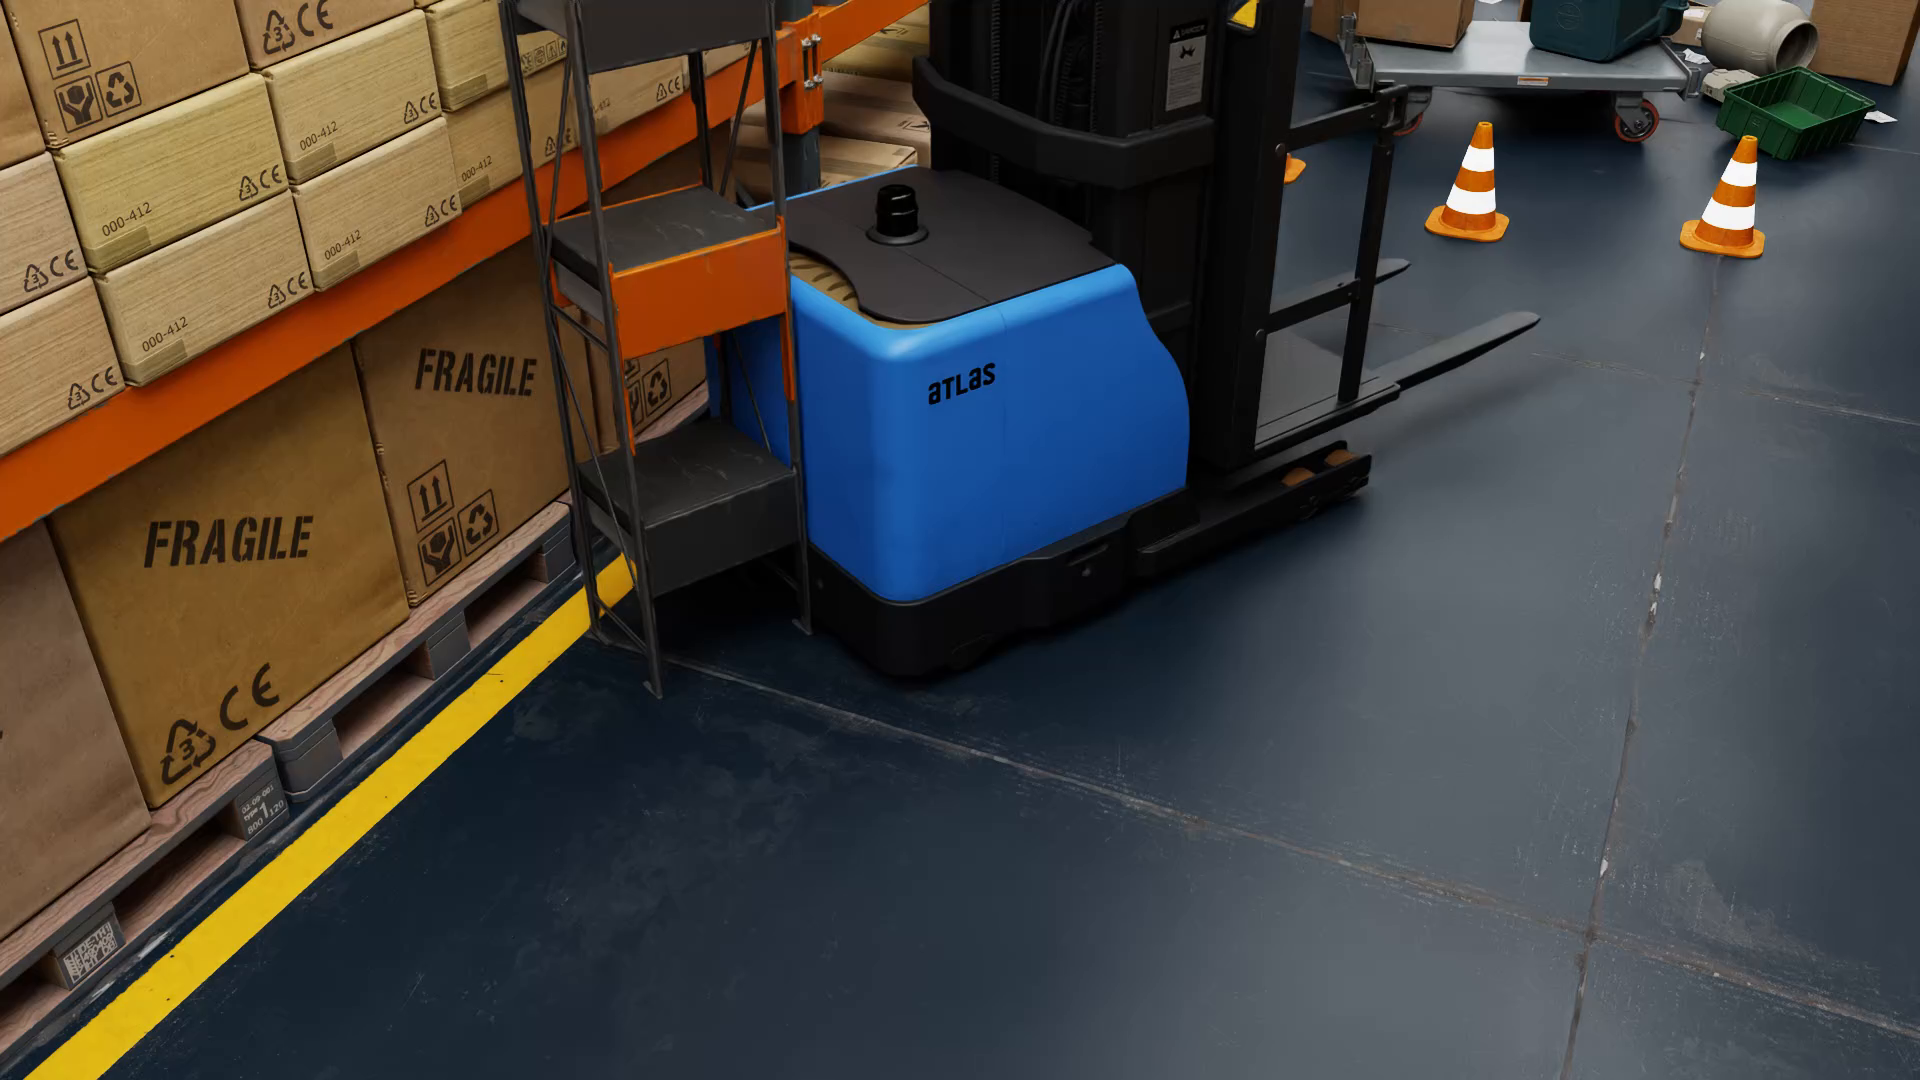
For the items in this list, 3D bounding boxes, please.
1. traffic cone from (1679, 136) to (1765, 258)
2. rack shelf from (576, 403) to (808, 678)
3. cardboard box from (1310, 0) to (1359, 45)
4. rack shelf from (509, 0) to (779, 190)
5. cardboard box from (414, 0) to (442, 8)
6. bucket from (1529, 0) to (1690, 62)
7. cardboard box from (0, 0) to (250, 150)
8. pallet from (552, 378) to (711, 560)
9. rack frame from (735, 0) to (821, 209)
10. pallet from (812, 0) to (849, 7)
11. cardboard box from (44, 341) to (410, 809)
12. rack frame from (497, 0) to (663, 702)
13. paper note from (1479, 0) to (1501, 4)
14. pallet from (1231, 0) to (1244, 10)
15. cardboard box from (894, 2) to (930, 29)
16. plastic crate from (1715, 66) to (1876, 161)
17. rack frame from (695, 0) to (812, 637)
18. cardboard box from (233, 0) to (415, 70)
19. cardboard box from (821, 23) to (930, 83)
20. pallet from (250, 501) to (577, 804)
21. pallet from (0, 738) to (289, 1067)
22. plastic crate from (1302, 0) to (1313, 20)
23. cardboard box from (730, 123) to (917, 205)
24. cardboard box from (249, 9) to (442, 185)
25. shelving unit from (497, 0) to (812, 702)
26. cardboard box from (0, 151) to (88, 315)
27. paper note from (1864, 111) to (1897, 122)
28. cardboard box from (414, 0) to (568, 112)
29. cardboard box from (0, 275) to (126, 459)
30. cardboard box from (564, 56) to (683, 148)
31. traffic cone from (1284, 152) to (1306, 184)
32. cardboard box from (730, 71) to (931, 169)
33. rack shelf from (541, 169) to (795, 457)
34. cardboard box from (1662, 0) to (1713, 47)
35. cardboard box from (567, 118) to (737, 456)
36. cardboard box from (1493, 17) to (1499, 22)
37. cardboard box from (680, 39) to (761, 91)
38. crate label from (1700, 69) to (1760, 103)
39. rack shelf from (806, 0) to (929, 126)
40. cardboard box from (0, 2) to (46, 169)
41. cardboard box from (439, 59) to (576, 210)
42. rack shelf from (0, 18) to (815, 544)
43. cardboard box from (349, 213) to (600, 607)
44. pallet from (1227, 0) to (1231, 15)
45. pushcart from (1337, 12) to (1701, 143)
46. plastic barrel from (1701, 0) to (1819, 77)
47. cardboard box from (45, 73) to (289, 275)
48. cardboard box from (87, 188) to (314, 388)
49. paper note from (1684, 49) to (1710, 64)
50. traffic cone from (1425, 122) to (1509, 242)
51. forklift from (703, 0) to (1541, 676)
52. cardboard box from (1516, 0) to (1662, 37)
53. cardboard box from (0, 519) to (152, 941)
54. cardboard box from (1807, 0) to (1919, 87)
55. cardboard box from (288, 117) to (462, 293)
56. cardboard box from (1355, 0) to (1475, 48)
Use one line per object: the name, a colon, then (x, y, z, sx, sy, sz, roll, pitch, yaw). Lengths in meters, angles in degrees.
traffic cone: (3.316, -1.498, 7.113, 0.336, 0.463, 0.334, 14, 36, 20)
rack shelf: (-0.750, -0.007, 4.648, 0.480, 0.518, 0.431, -23, 39, -30)
cardboard box: (2.395, -3.143, 9.585, 0.500, 0.500, 0.500, -15, 36, -21)
rack shelf: (-0.749, -1.178, 3.880, 0.480, 0.518, 0.431, -23, 39, -30)
cardboard box: (-1.363, -1.613, 3.971, 0.500, 0.500, 0.500, 14, 36, 21)
bucket: (3.212, -2.744, 8.298, 0.726, 0.611, 0.620, 29, 53, 36)
cardboard box: (-1.791, -1.103, 3.194, 0.500, 0.500, 0.500, 13, 36, 19)
pallet: (-1.361, -0.432, 5.716, 1.003, 0.211, 1.213, 14, 36, 20)
rack frame: (-0.963, -1.973, 5.524, 1.000, 3.000, 0.127, 14, 36, 20)
pallet: (-0.761, -2.273, 6.155, 1.213, 0.211, 1.003, 14, 36, 20)
cardboard box: (-2.079, -0.047, 4.141, 0.875, 0.875, 0.875, 15, 36, 22)
rack frame: (-0.944, -0.523, 4.133, 0.015, 2.100, 0.400, -23, 39, -30)
paper note: (3.305, -3.395, 10.411, 0.148, 0.019, 0.142, 29, 43, 36)
pallet: (1.469, -3.752, 10.779, 1.003, 0.211, 1.213, 14, 36, 20)
cardboard box: (0.196, -2.422, 8.221, 0.950, 0.372, 0.625, 16, 37, 23)
plastic crate: (4.132, -2.116, 8.253, 0.662, 0.188, 0.450, -21, 49, -29)
rack frame: (-0.555, -0.685, 4.380, 0.015, 2.100, 0.400, -23, 39, -30)
cardboard box: (-1.581, -1.362, 3.589, 0.500, 0.500, 0.500, 14, 36, 20)
cardboard box: (-0.094, -2.075, 7.693, 0.950, 0.372, 0.625, 15, 36, 22)
pallet: (-1.873, 0.173, 4.793, 1.003, 0.211, 1.213, 14, 36, 20)
pallet: (-2.382, 0.783, 3.863, 1.003, 0.211, 1.213, 14, 36, 20)
plastic crate: (2.112, -3.338, 10.269, 0.402, 0.080, 0.583, 3, 33, 4)
cardboard box: (-0.717, -1.329, 6.555, 0.950, 0.372, 0.625, 12, 35, 17)
cardboard box: (-1.559, -1.046, 3.790, 0.500, 0.250, 0.500, 13, 35, 19)
shelving unit: (-0.749, -0.604, 4.256, 0.503, 2.100, 0.431, -23, 39, -30)
cardboard box: (-2.004, -0.548, 3.031, 0.500, 0.250, 0.500, 15, 36, 21)
paper note: (4.708, -2.182, 8.549, 0.147, 0.020, 0.142, -9, 34, -13)
cardboard box: (-1.342, -1.304, 4.185, 0.500, 0.250, 0.500, 13, 36, 19)
cardboard box: (-1.997, -0.335, 3.162, 0.500, 0.250, 0.500, 13, 36, 19)
cardboard box: (-1.138, -1.341, 4.697, 0.500, 0.250, 0.500, 15, 36, 21)
traffic cone: (1.463, -1.966, 7.826, 0.336, 0.463, 0.334, 14, 36, 20)
cardboard box: (-0.416, -1.699, 7.118, 0.950, 0.372, 0.625, 13, 36, 20)
rack shelf: (-0.749, -0.593, 4.264, 0.480, 0.518, 0.431, -23, 39, -30)
cardboard box: (4.295, -3.016, 9.607, 0.396, 0.266, 0.258, 21, 39, 28)
cardboard box: (-1.327, -0.936, 5.496, 0.875, 0.875, 0.875, 14, 36, 20)
cardboard box: (3.001, -2.736, 9.180, 0.258, 0.266, 0.396, -9, 34, -13)
cardboard box: (-0.939, -1.599, 5.090, 0.500, 0.250, 0.500, 13, 35, 19)
crate label: (4.073, -2.384, 8.761, 0.298, 0.136, 0.250, -9, 34, -13)
rack shelf: (-0.126, -2.669, 7.241, 1.077, 0.370, 4.000, 14, 36, 20)
cardboard box: (-2.003, -0.854, 2.814, 0.500, 0.500, 0.500, 14, 36, 20)
cardboard box: (-1.363, -1.094, 4.320, 0.500, 0.250, 0.500, 14, 36, 20)
rack shelf: (-1.800, -0.677, 4.202, 1.077, 0.370, 4.000, 14, 36, 20)
cardboard box: (-1.704, -0.492, 4.820, 0.875, 0.875, 0.875, 15, 36, 21)
pallet: (0.960, -3.142, 9.849, 1.003, 0.211, 1.213, 14, 36, 20)
pushcart: (2.802, -2.371, 8.522, 1.648, 0.377, 0.936, 3, 33, 4)
plastic barrel: (4.330, -2.720, 9.012, 0.421, 0.421, 0.512, -15, 36, -21)
cardboard box: (-1.768, -0.793, 3.405, 0.500, 0.250, 0.500, 15, 36, 21)
cardboard box: (-1.769, -0.587, 3.546, 0.500, 0.250, 0.500, 14, 36, 20)
paper note: (4.155, -2.732, 9.395, 0.172, 0.023, 0.155, 29, 43, 36)
traffic cone: (2.250, -1.592, 7.256, 0.336, 0.463, 0.334, 14, 36, 20)
forklift: (0.720, -1.499, 4.863, 3.031, 2.935, 1.130, -23, 39, -30)
cardboard box: (3.565, -3.047, 9.315, 0.797, 0.637, 0.503, 14, 36, 20)
cardboard box: (-2.450, 0.404, 3.452, 0.875, 0.875, 0.875, 15, 36, 22)
cardboard box: (4.966, -2.845, 9.130, 0.500, 0.500, 0.500, 21, 39, 28)
cardboard box: (-1.551, -0.834, 3.923, 0.500, 0.250, 0.500, 14, 36, 20)
cardboard box: (2.340, -2.844, 8.440, 0.500, 0.500, 0.500, 14, 36, 20)
